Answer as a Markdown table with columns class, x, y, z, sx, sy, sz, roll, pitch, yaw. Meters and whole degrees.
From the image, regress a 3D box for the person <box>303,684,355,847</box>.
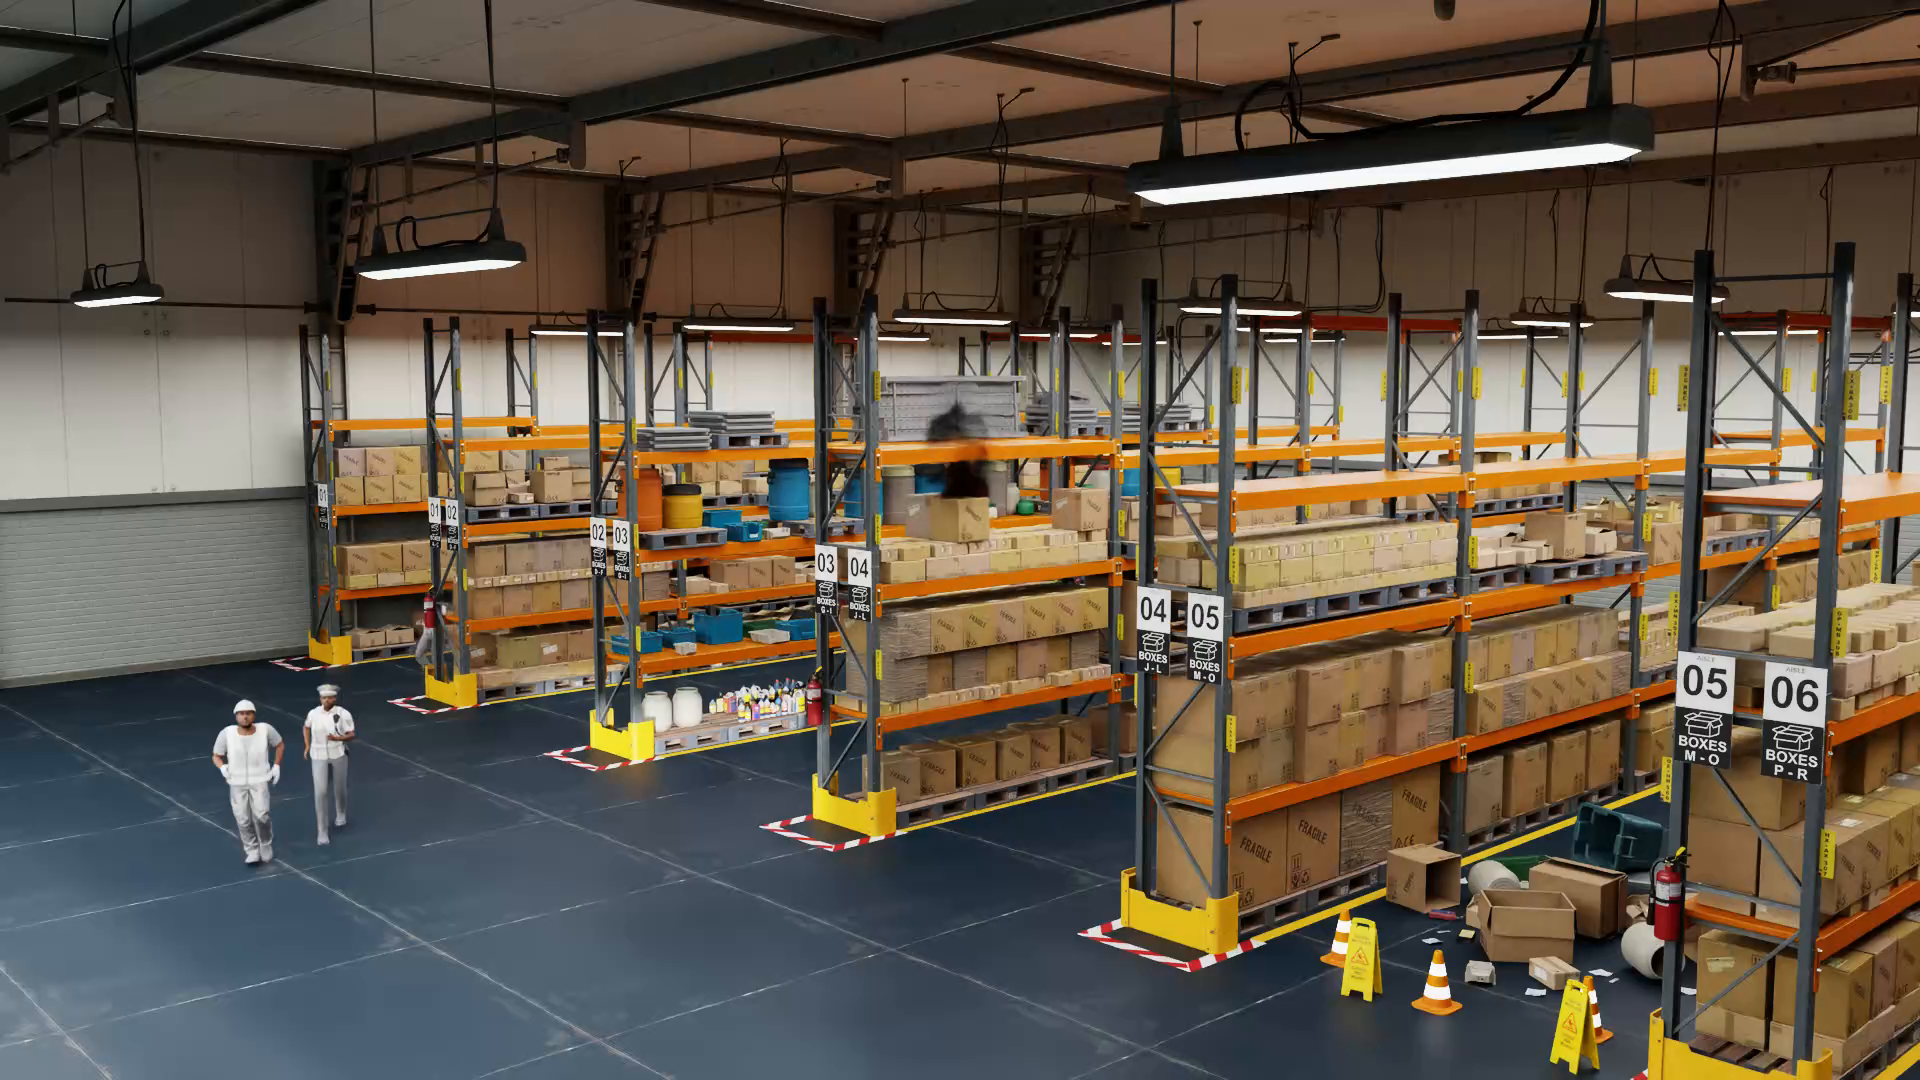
| class | x | y | z | sx | sy | sz | roll | pitch | yaw |
| --- | --- | --- | --- | --- | --- | --- | --- | --- | --- |
| person | -7.010 | 2.445 | 18.500 | 0.562 | 1.729 | 0.863 | -2 | 6 | -17 |

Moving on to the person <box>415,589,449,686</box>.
| class | x | y | z | sx | sy | sz | roll | pitch | yaw |
| --- | --- | --- | --- | --- | --- | --- | --- | --- | --- |
| person | -8.691 | 1.576 | 27.352 | 0.571 | 1.695 | 0.601 | 5 | 7 | 38 |

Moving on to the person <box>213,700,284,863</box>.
| class | x | y | z | sx | sy | sz | roll | pitch | yaw |
| --- | --- | --- | --- | --- | --- | --- | --- | --- | --- |
| person | -7.418 | 2.535 | 17.324 | 0.679 | 1.744 | 0.607 | -2 | 6 | -17 |

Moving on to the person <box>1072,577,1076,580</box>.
| class | x | y | z | sx | sy | sz | roll | pitch | yaw |
| --- | --- | --- | --- | --- | --- | --- | --- | --- | --- |
| person | 1.985 | 1.107 | 32.496 | 0.540 | 1.587 | 0.819 | 4 | 7 | 35 |
